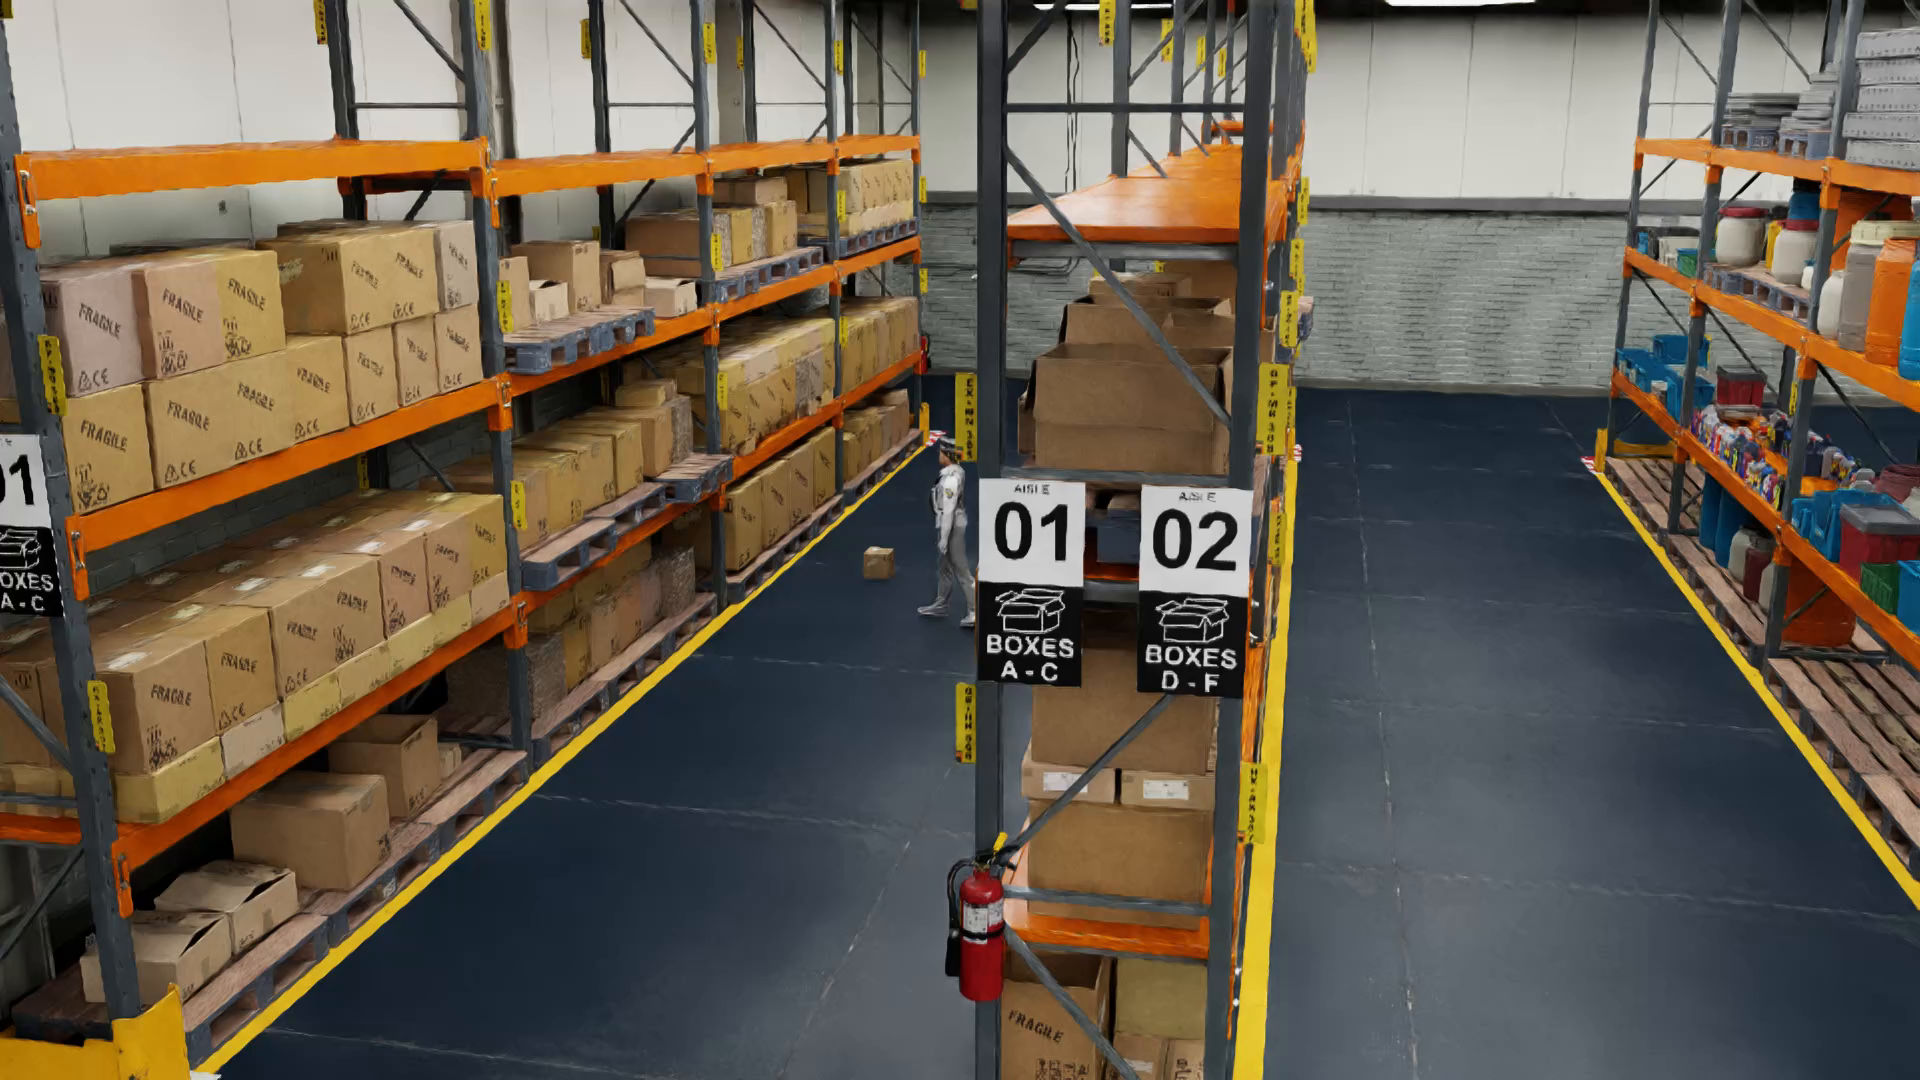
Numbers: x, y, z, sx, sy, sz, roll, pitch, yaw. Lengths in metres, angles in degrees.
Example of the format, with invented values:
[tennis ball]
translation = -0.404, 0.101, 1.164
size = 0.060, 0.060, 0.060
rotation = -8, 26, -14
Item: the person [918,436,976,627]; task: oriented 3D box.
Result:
[person]
translation = -0.092, -0.105, 14.854
size = 0.601, 1.664, 0.673
rotation = 1, 15, 3
